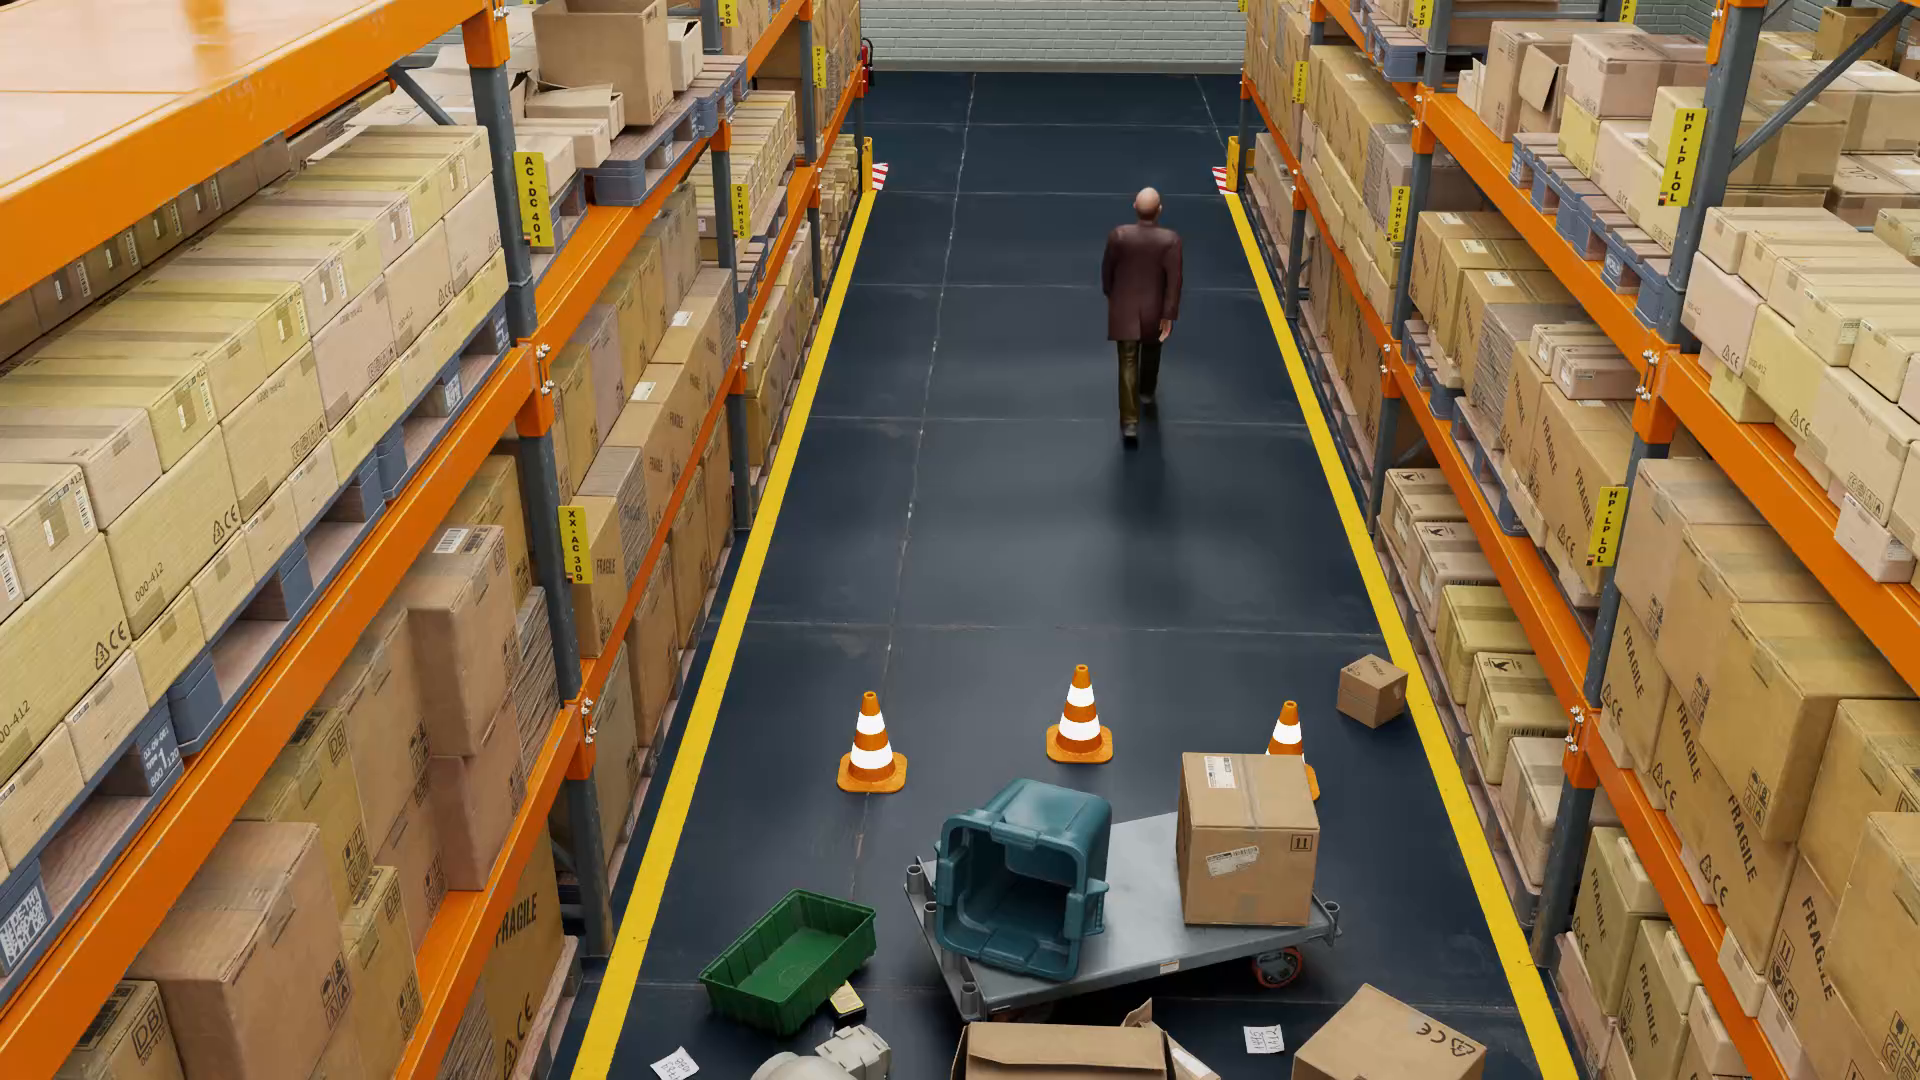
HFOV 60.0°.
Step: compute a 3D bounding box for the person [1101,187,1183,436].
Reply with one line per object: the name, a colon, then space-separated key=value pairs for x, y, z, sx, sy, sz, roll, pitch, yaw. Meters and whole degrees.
person: x=1.281 y=-1.691 z=11.859 sx=0.563 sy=1.719 sz=1.124 roll=2 pitch=28 yaw=3
